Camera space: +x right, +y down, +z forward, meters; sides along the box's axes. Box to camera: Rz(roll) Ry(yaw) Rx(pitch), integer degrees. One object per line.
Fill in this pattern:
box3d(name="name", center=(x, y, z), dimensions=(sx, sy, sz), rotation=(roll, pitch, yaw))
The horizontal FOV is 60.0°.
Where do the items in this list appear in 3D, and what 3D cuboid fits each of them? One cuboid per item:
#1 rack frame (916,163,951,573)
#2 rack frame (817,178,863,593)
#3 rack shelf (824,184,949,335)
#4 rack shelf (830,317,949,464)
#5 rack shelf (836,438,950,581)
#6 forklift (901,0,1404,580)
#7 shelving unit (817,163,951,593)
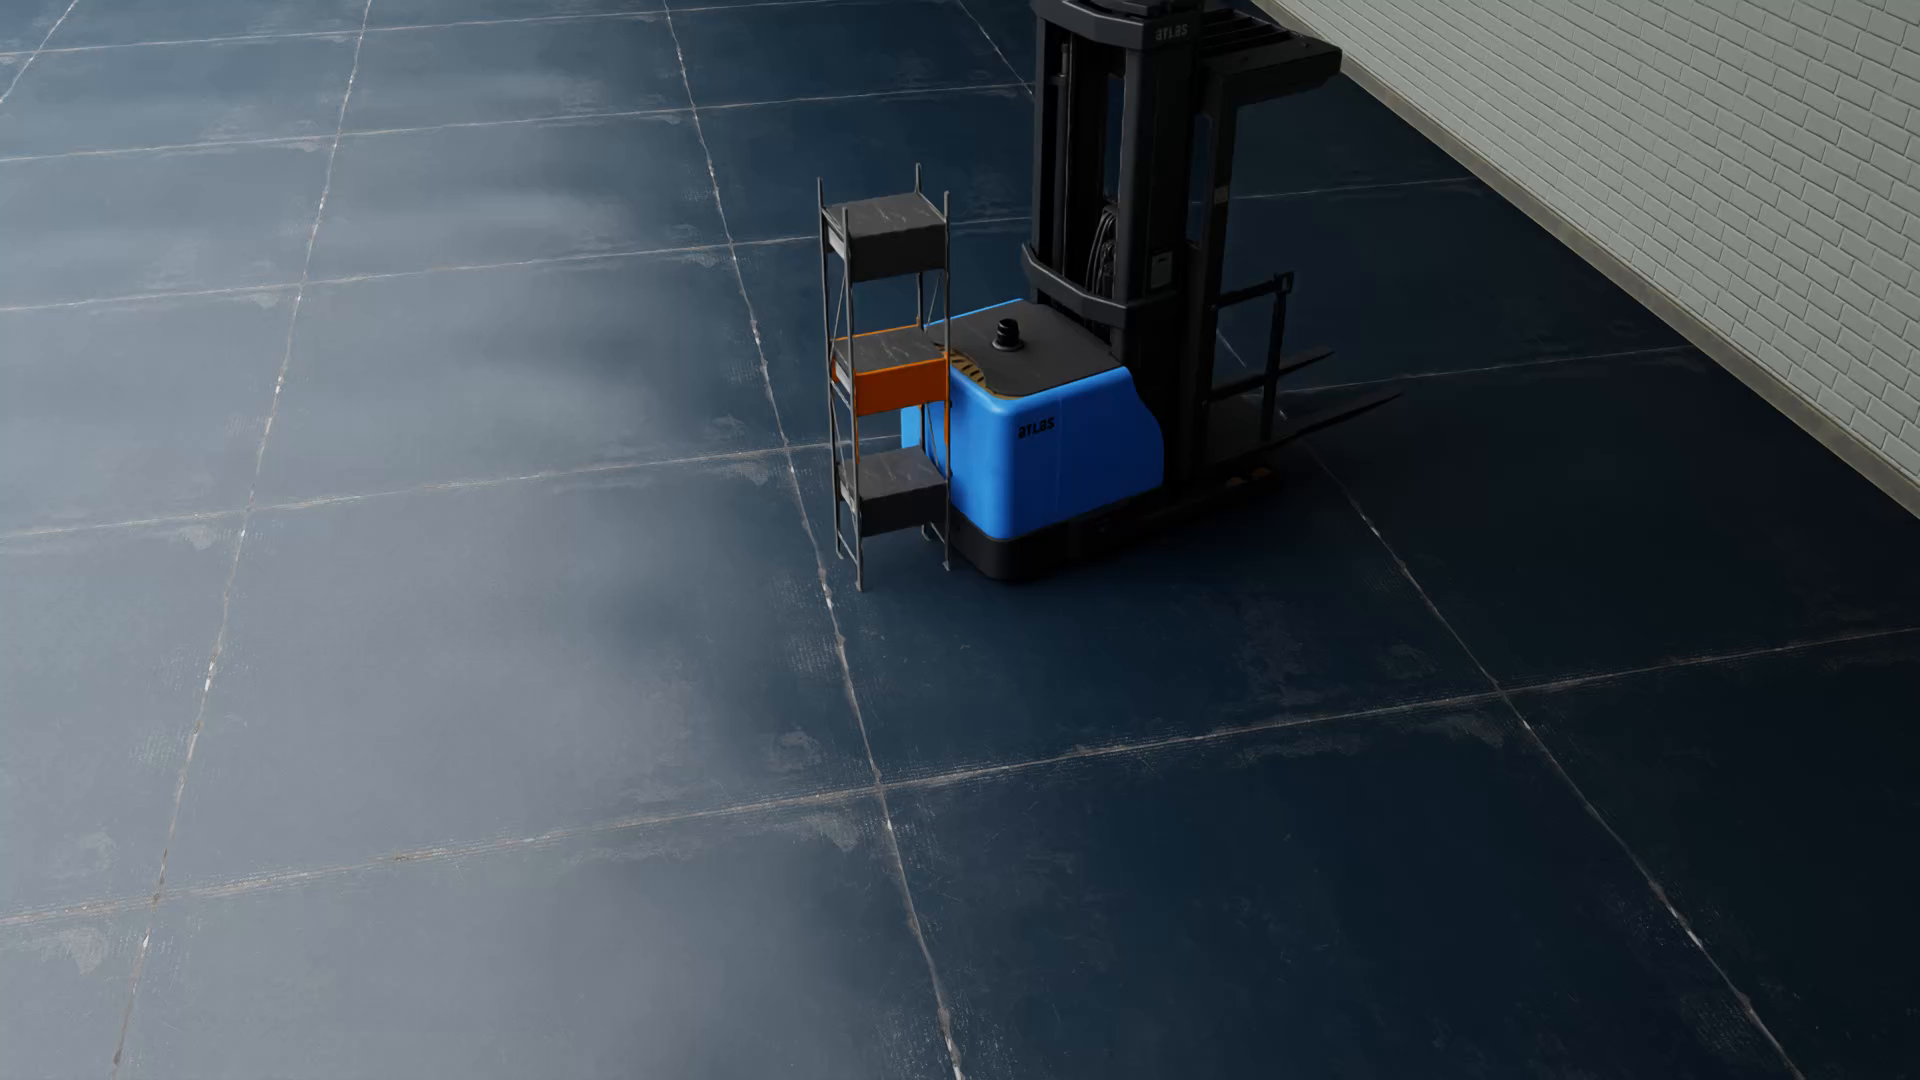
box3d(name="rack frame", center=(-0.127, -0.805, 8.288), dimensions=(0.015, 2.100, 0.400), rotation=(-13, 36, -18))
box3d(name="rack frame", center=(-0.580, -0.704, 8.137), dimensions=(0.015, 2.100, 0.400), rotation=(-13, 36, -18))
box3d(name="rack shelf", center=(-0.354, -1.324, 7.830), dimensions=(0.480, 0.518, 0.431), rotation=(-13, 36, -18))
box3d(name="rack shelf", center=(-0.354, -0.743, 8.220), dimensions=(0.480, 0.518, 0.431), rotation=(-13, 36, -18))
box3d(name="rack shelf", center=(-0.354, -0.162, 8.610), dimensions=(0.480, 0.518, 0.431), rotation=(-13, 36, -18))
box3d(name="forklift", center=(1.188, -1.627, 8.767), dimensions=(3.031, 2.935, 1.130), rotation=(-19, 38, -26))
box3d(name="shelving unit", center=(-0.354, -0.754, 8.213), dimensions=(0.503, 2.100, 0.431), rotation=(-13, 36, -18))
